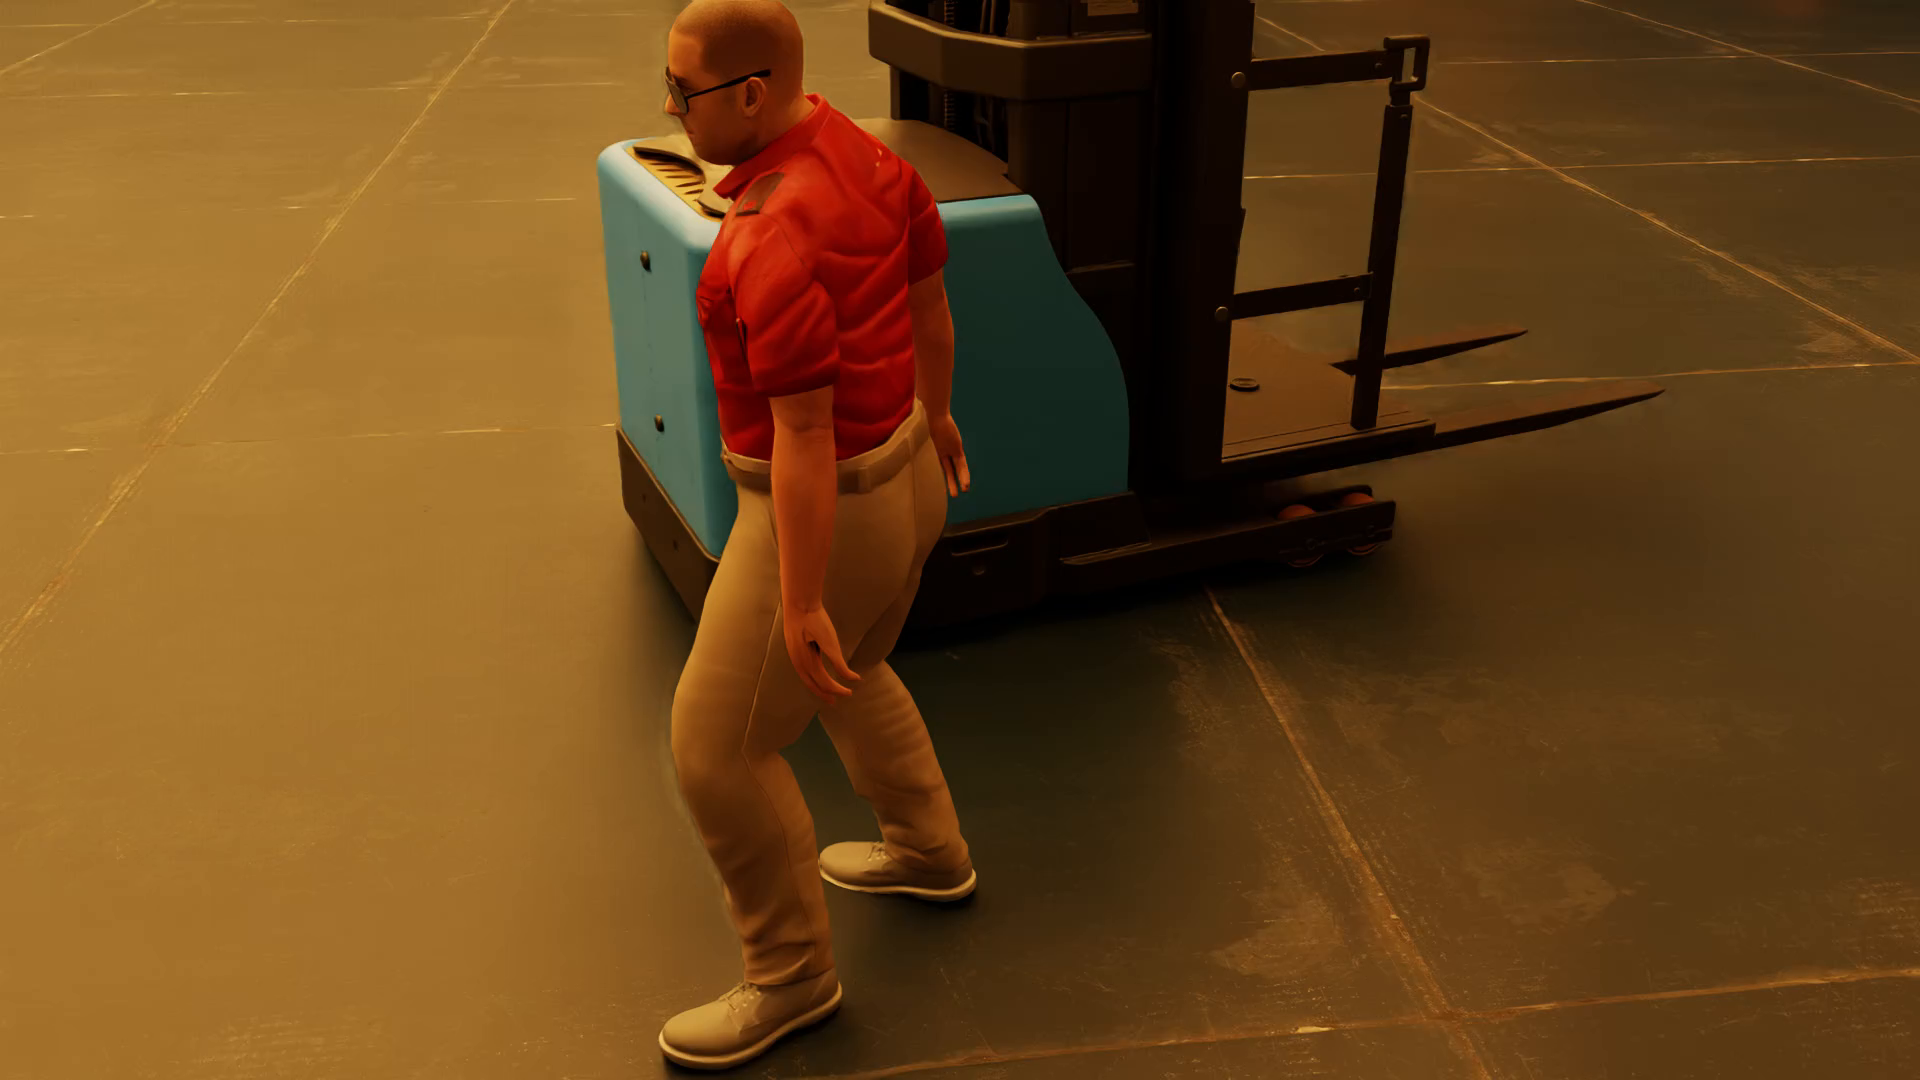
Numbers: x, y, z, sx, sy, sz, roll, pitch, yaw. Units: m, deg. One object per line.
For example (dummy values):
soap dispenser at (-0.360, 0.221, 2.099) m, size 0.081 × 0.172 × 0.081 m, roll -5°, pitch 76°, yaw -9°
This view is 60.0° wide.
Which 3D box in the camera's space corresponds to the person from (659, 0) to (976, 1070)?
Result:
person at (-0.215, -0.030, 2.746) m, size 0.416 × 1.702 × 0.876 m, roll 7°, pitch 27°, yaw 15°

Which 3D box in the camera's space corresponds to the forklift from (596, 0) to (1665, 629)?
forklift at (0.622, -1.443, 4.223) m, size 3.031 × 2.935 × 1.130 m, roll -11°, pitch 28°, yaw -21°
